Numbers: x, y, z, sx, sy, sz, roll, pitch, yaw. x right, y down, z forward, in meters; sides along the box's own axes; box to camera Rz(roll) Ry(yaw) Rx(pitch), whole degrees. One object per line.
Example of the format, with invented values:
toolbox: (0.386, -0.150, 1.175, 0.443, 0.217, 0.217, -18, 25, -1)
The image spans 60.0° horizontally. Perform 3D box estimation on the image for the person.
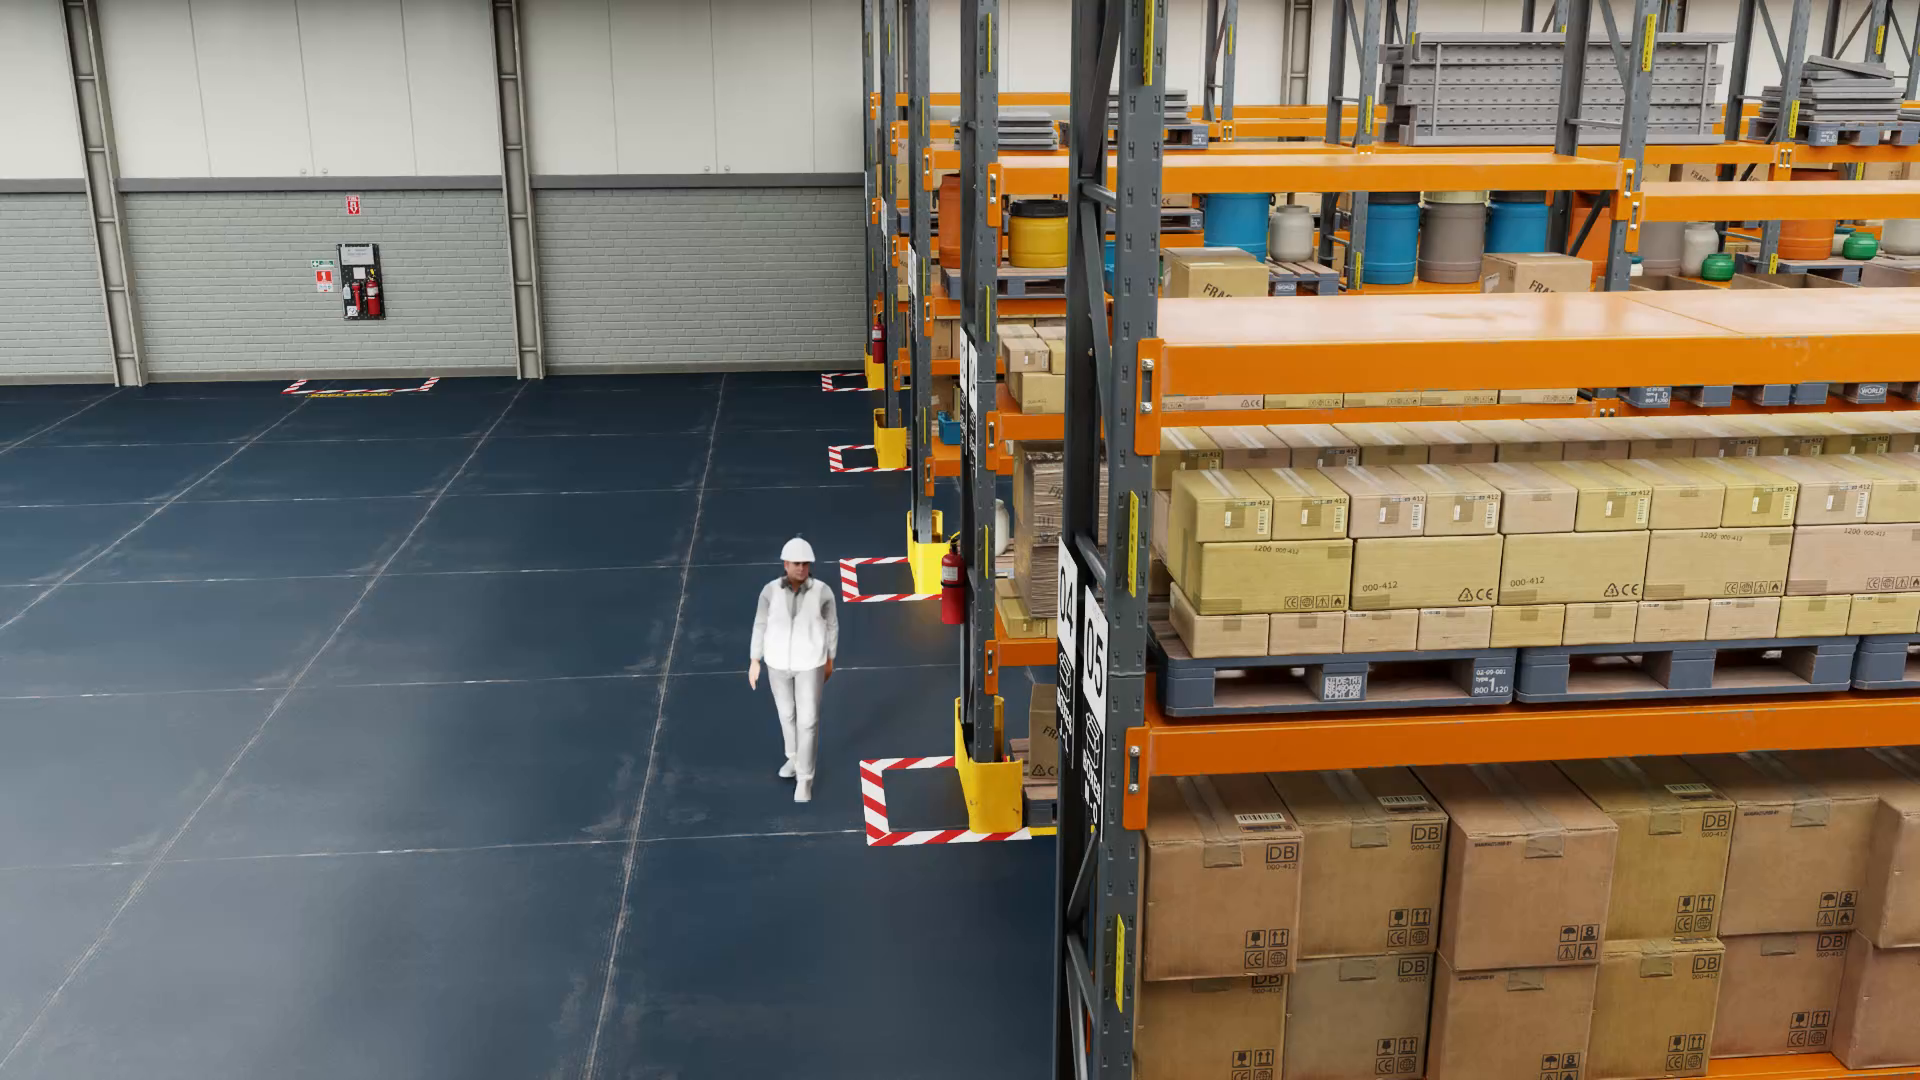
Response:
person: (-1.148, 0.895, 11.464, 0.577, 1.845, 0.628, 2, 17, 8)
